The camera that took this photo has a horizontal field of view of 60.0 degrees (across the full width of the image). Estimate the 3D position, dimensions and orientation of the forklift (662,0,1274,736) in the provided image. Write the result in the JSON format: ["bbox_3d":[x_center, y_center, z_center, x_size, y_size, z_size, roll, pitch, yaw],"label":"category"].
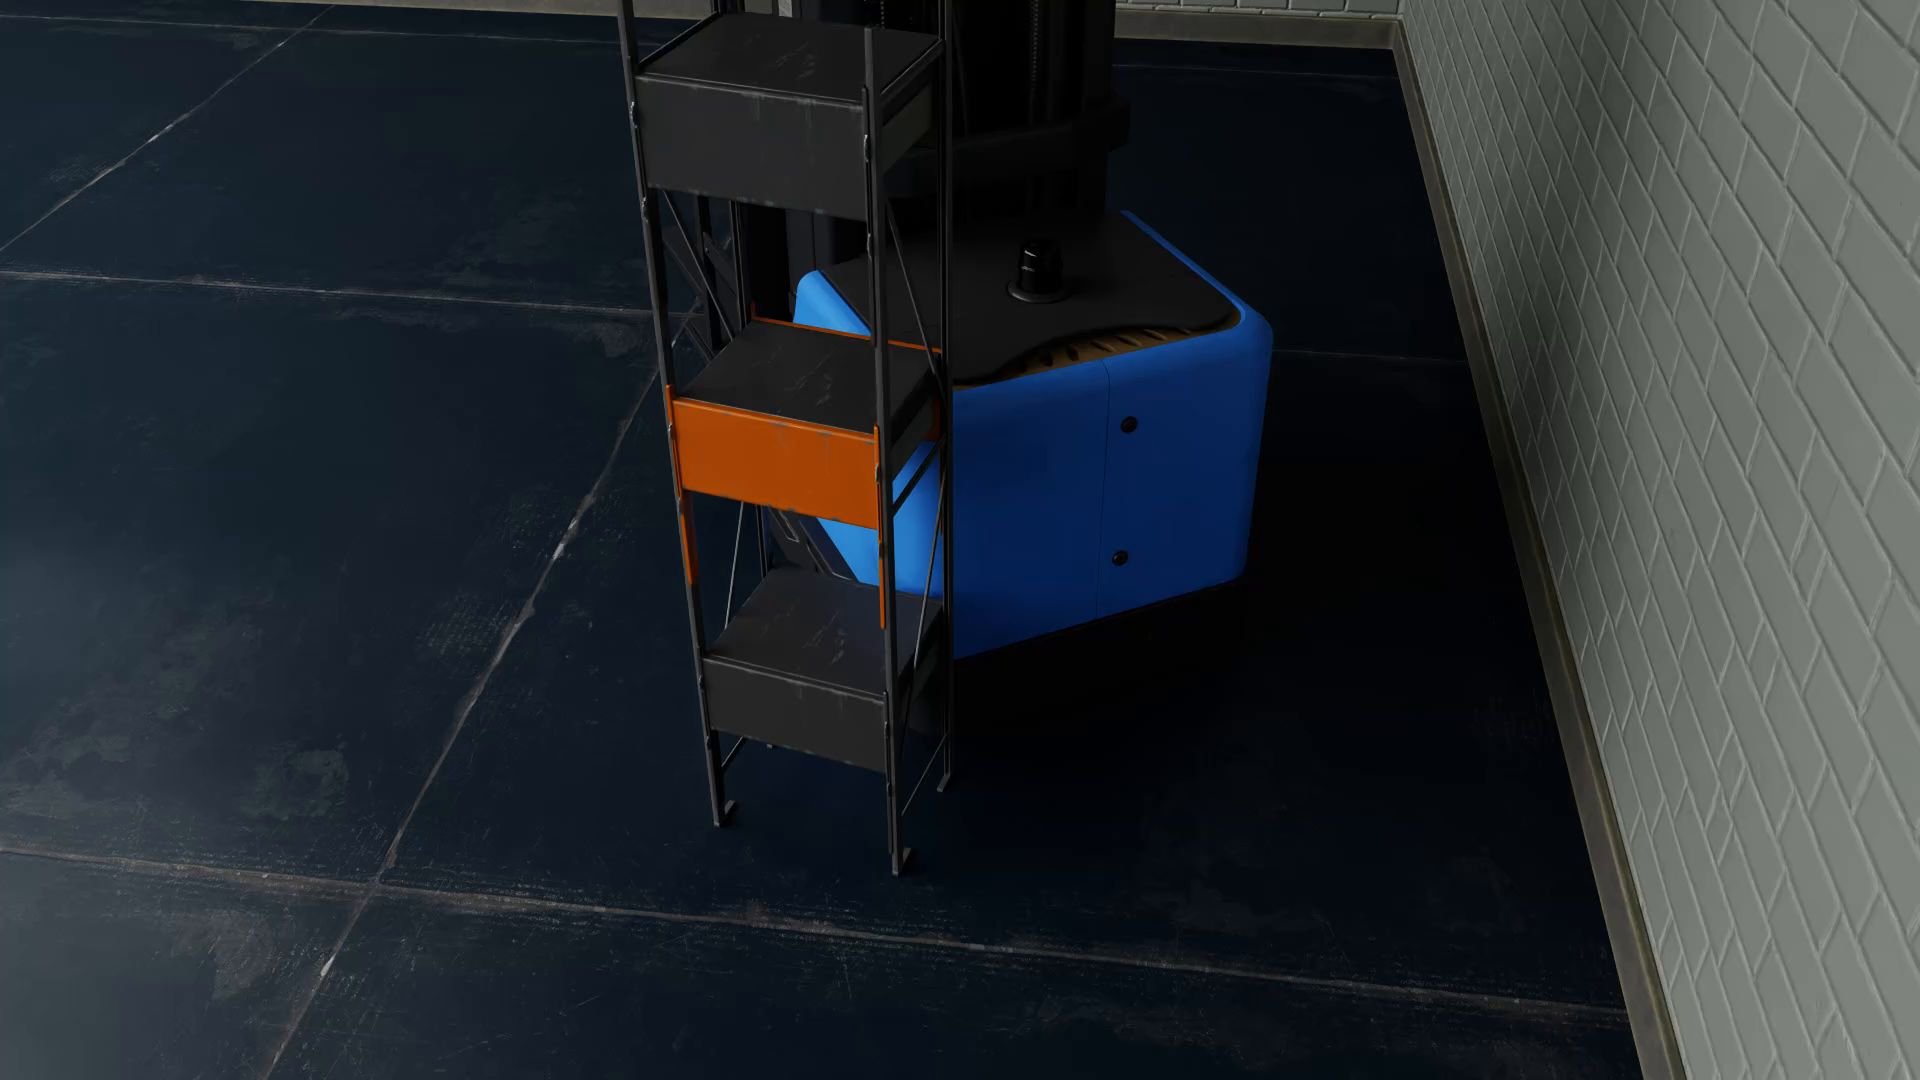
[{"bbox_3d":[-0.255,-1.523,4.861,1.130,2.935,3.031,-15,38,-20],"label":"forklift"}]

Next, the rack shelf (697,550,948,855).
[{"bbox_3d":[-0.320,0.395,4.117,0.480,0.518,0.431,12,37,16],"label":"rack shelf"}]

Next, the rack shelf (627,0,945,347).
[{"bbox_3d":[-0.320,-0.745,3.304,0.480,0.518,0.431,12,37,16],"label":"rack shelf"}]

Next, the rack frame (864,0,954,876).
[{"bbox_3d":[-0.091,-0.137,3.635,0.015,2.100,0.400,12,37,16],"label":"rack frame"}]

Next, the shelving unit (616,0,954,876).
[{"bbox_3d":[-0.320,-0.186,3.703,0.503,2.100,0.431,12,37,16],"label":"shelving unit"}]

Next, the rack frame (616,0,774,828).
[{"bbox_3d":[-0.549,-0.234,3.771,0.015,2.100,0.400,12,37,16],"label":"rack frame"}]

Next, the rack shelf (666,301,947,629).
[{"bbox_3d":[-0.320,-0.175,3.711,0.480,0.518,0.431,12,37,16],"label":"rack shelf"}]
